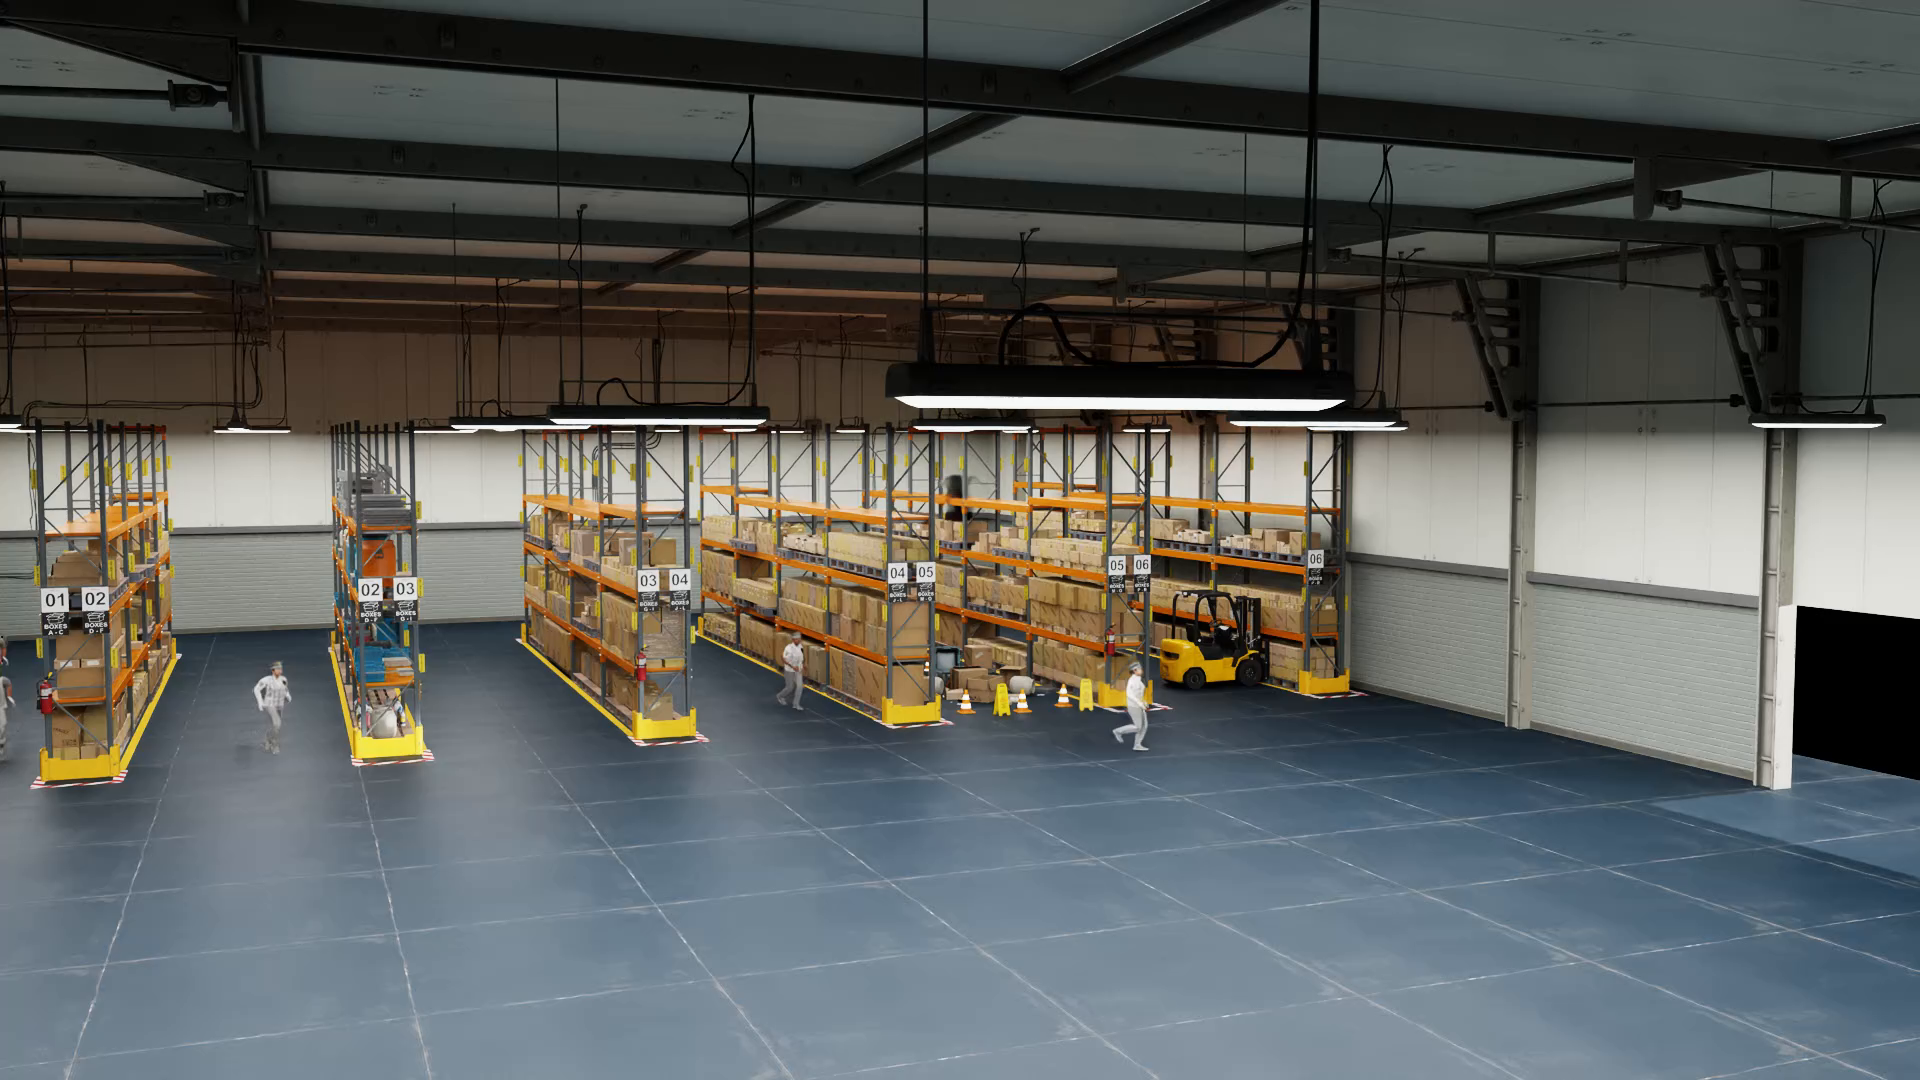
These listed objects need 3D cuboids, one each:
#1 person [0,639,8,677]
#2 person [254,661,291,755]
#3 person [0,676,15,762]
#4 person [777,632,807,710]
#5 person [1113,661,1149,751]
[{"bbox_3d":[-20.551,2.658,35.229,0.657,1.737,0.806,-2,4,-34],"label":"person"},{"bbox_3d":[-12.386,3.026,30.009,0.796,1.701,0.559,2,4,33],"label":"person"},{"bbox_3d":[-16.975,3.007,29.217,0.620,1.732,0.988,-2,4,-23],"label":"person"},{"bbox_3d":[-3.551,2.728,34.919,0.576,1.649,0.772,-3,5,-42],"label":"person"},{"bbox_3d":[3.123,3.016,30.270,0.652,1.651,0.631,1,4,16],"label":"person"}]
